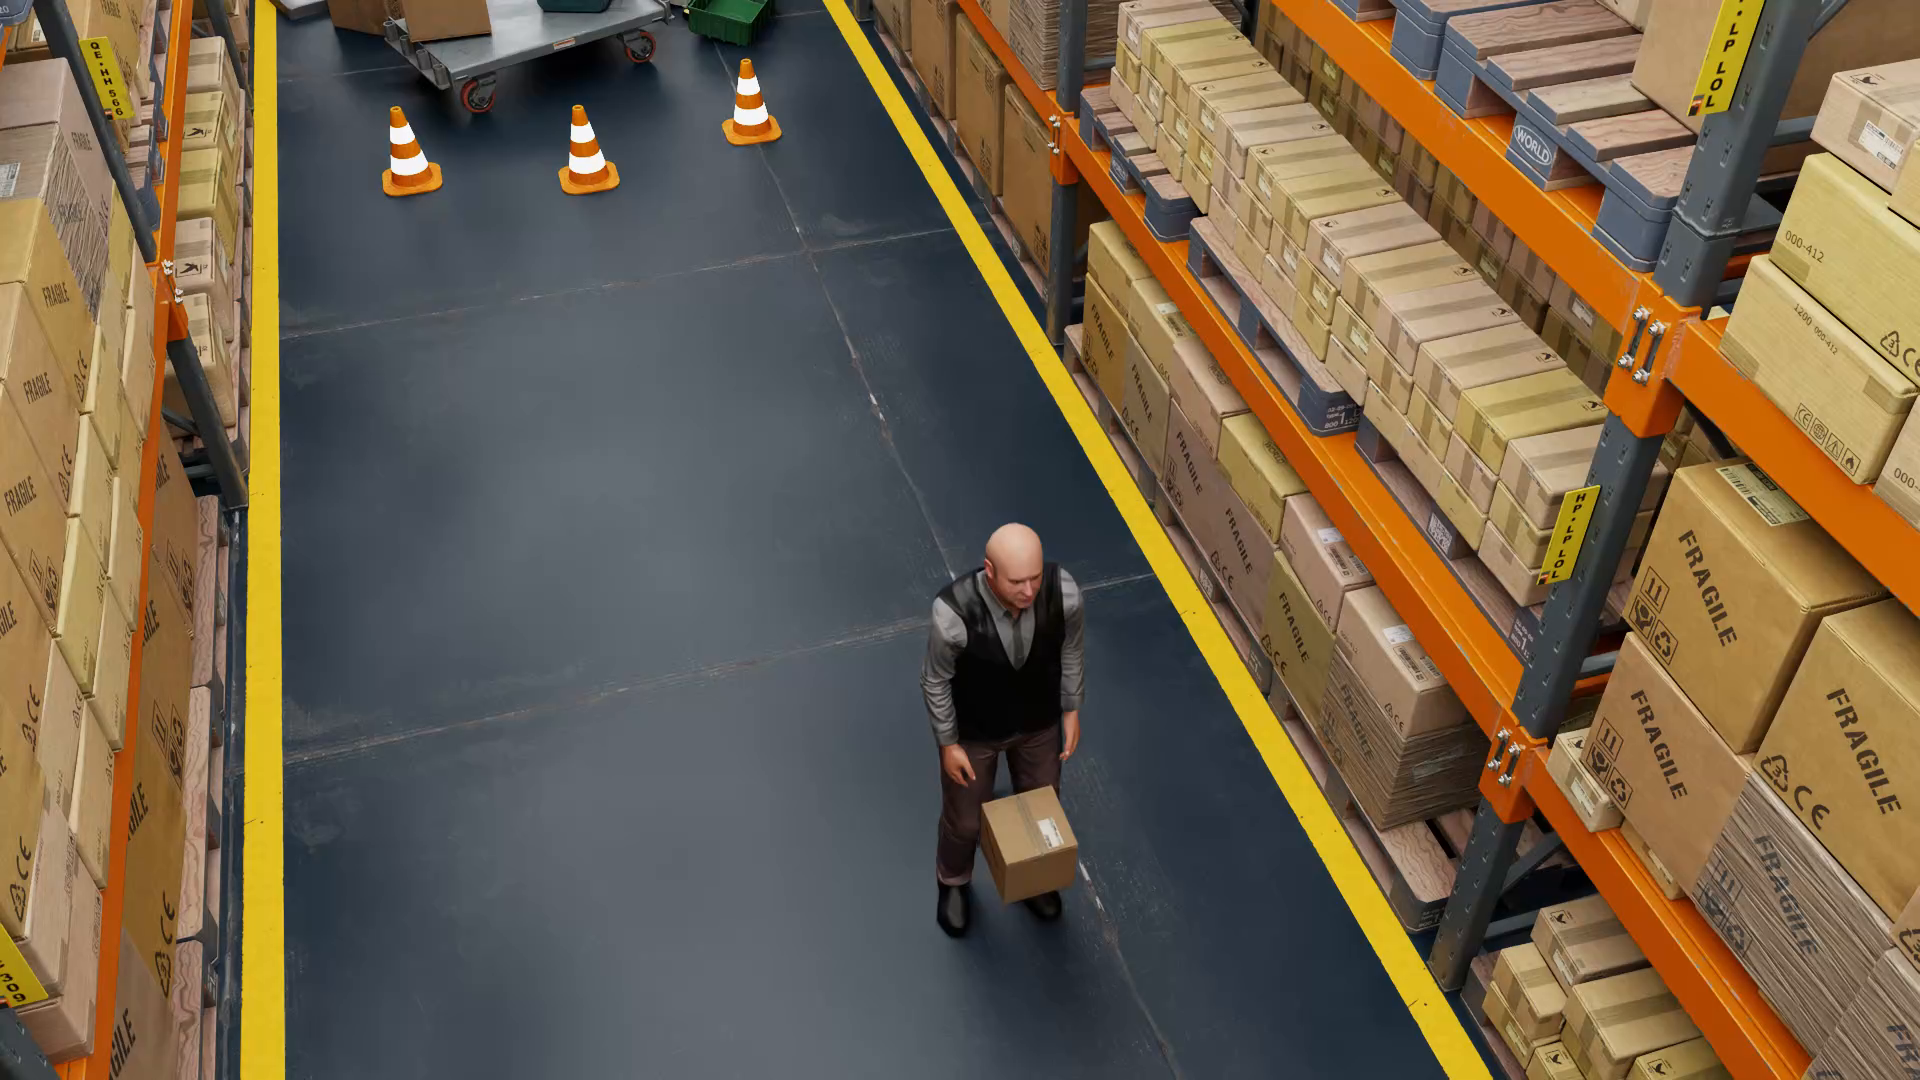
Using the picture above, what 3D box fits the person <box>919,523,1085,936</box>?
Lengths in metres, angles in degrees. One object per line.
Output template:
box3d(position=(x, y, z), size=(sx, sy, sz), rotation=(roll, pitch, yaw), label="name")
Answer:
box3d(position=(0.148, 0.608, 5.499), size=(0.560, 1.725, 0.472), rotation=(-13, 44, -14), label="person")
